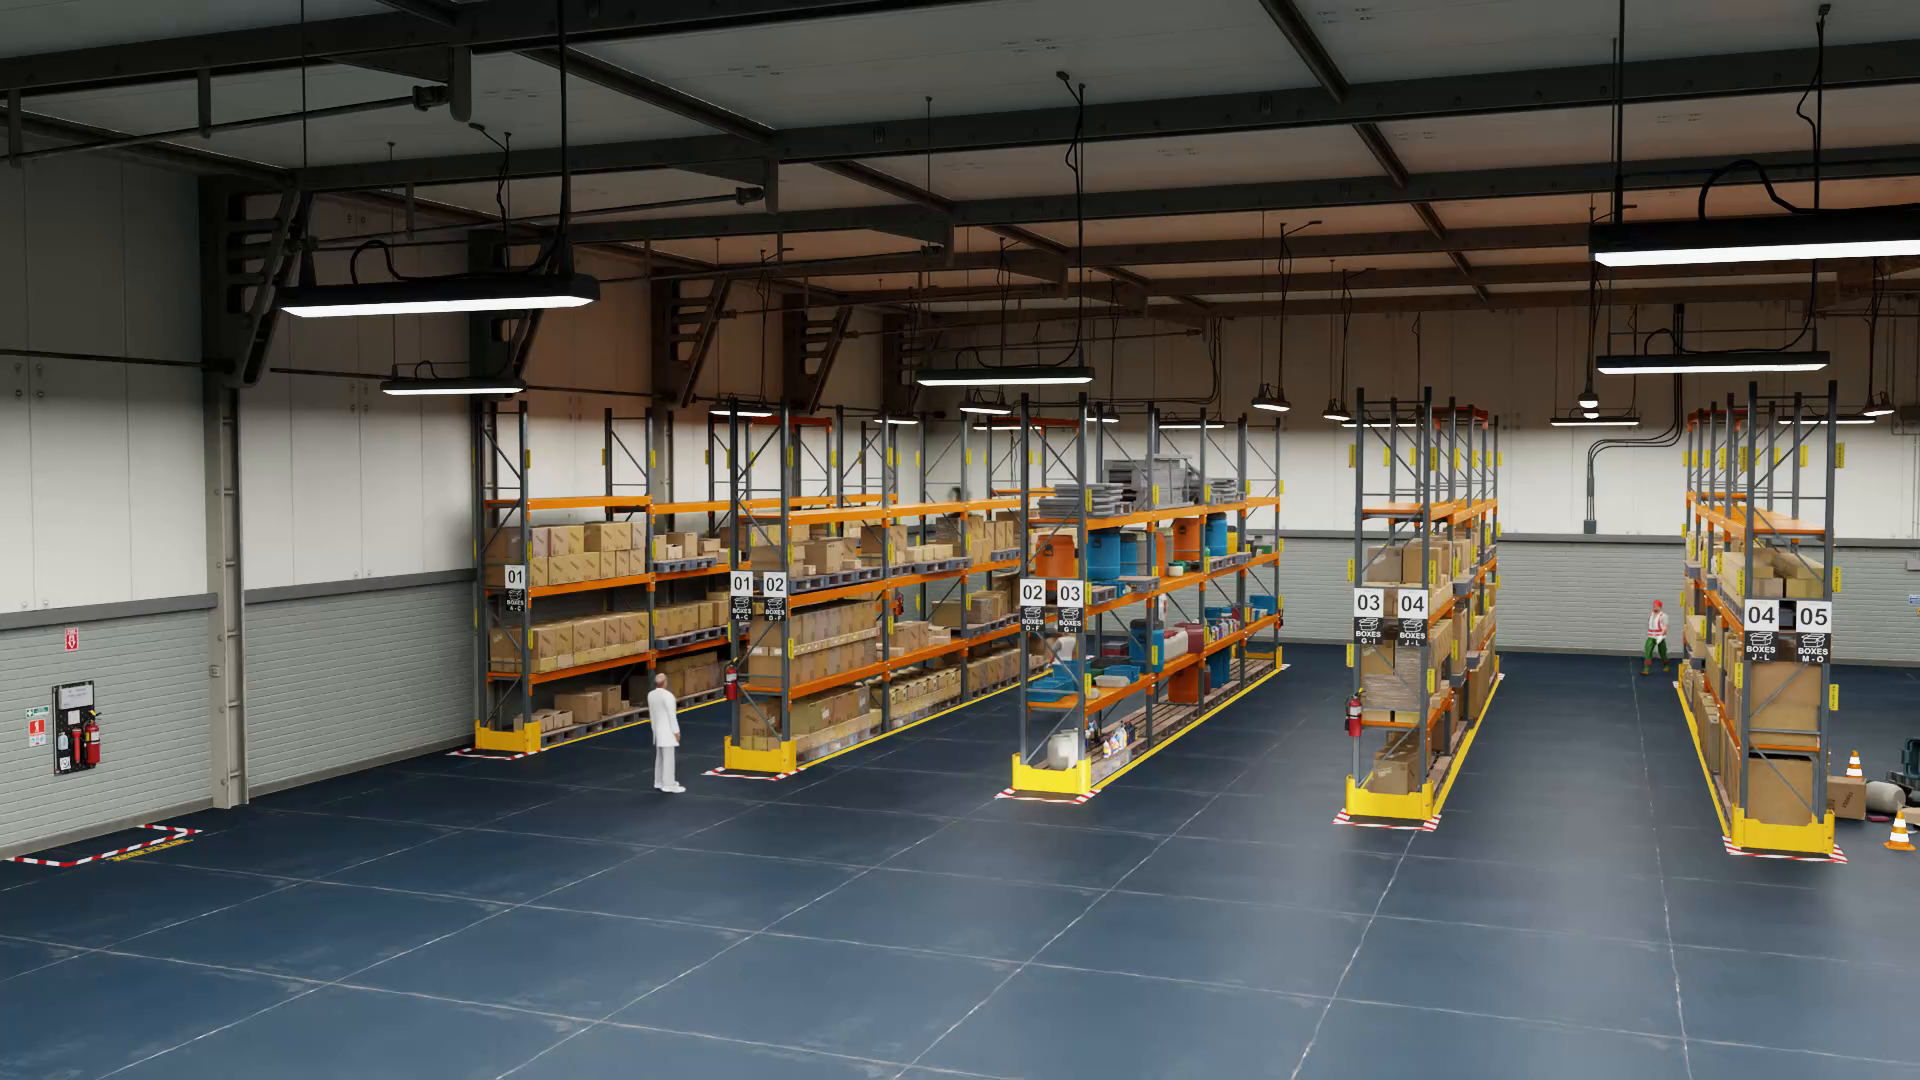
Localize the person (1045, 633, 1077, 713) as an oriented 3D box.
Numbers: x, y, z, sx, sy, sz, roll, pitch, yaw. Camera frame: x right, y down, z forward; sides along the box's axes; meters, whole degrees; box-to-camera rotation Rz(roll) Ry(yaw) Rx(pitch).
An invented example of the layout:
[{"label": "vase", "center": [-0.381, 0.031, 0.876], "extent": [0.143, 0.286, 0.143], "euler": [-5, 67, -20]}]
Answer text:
[{"label": "person", "center": [2.002, 2.528, 32.789], "extent": [0.594, 1.813, 0.496], "euler": [-1, 3, -18]}]

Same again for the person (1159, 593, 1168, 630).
[{"label": "person", "center": [5.321, 1.951, 44.735], "extent": [0.563, 1.779, 0.588], "euler": [0, 3, -9]}]

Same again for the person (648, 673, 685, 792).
[{"label": "person", "center": [-4.442, 2.899, 25.134], "extent": [0.476, 1.792, 0.602], "euler": [-1, 3, -28]}]

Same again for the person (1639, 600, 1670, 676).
[{"label": "person", "center": [16.100, 2.265, 38.434], "extent": [0.532, 1.746, 1.080], "euler": [3, 4, 44]}]
